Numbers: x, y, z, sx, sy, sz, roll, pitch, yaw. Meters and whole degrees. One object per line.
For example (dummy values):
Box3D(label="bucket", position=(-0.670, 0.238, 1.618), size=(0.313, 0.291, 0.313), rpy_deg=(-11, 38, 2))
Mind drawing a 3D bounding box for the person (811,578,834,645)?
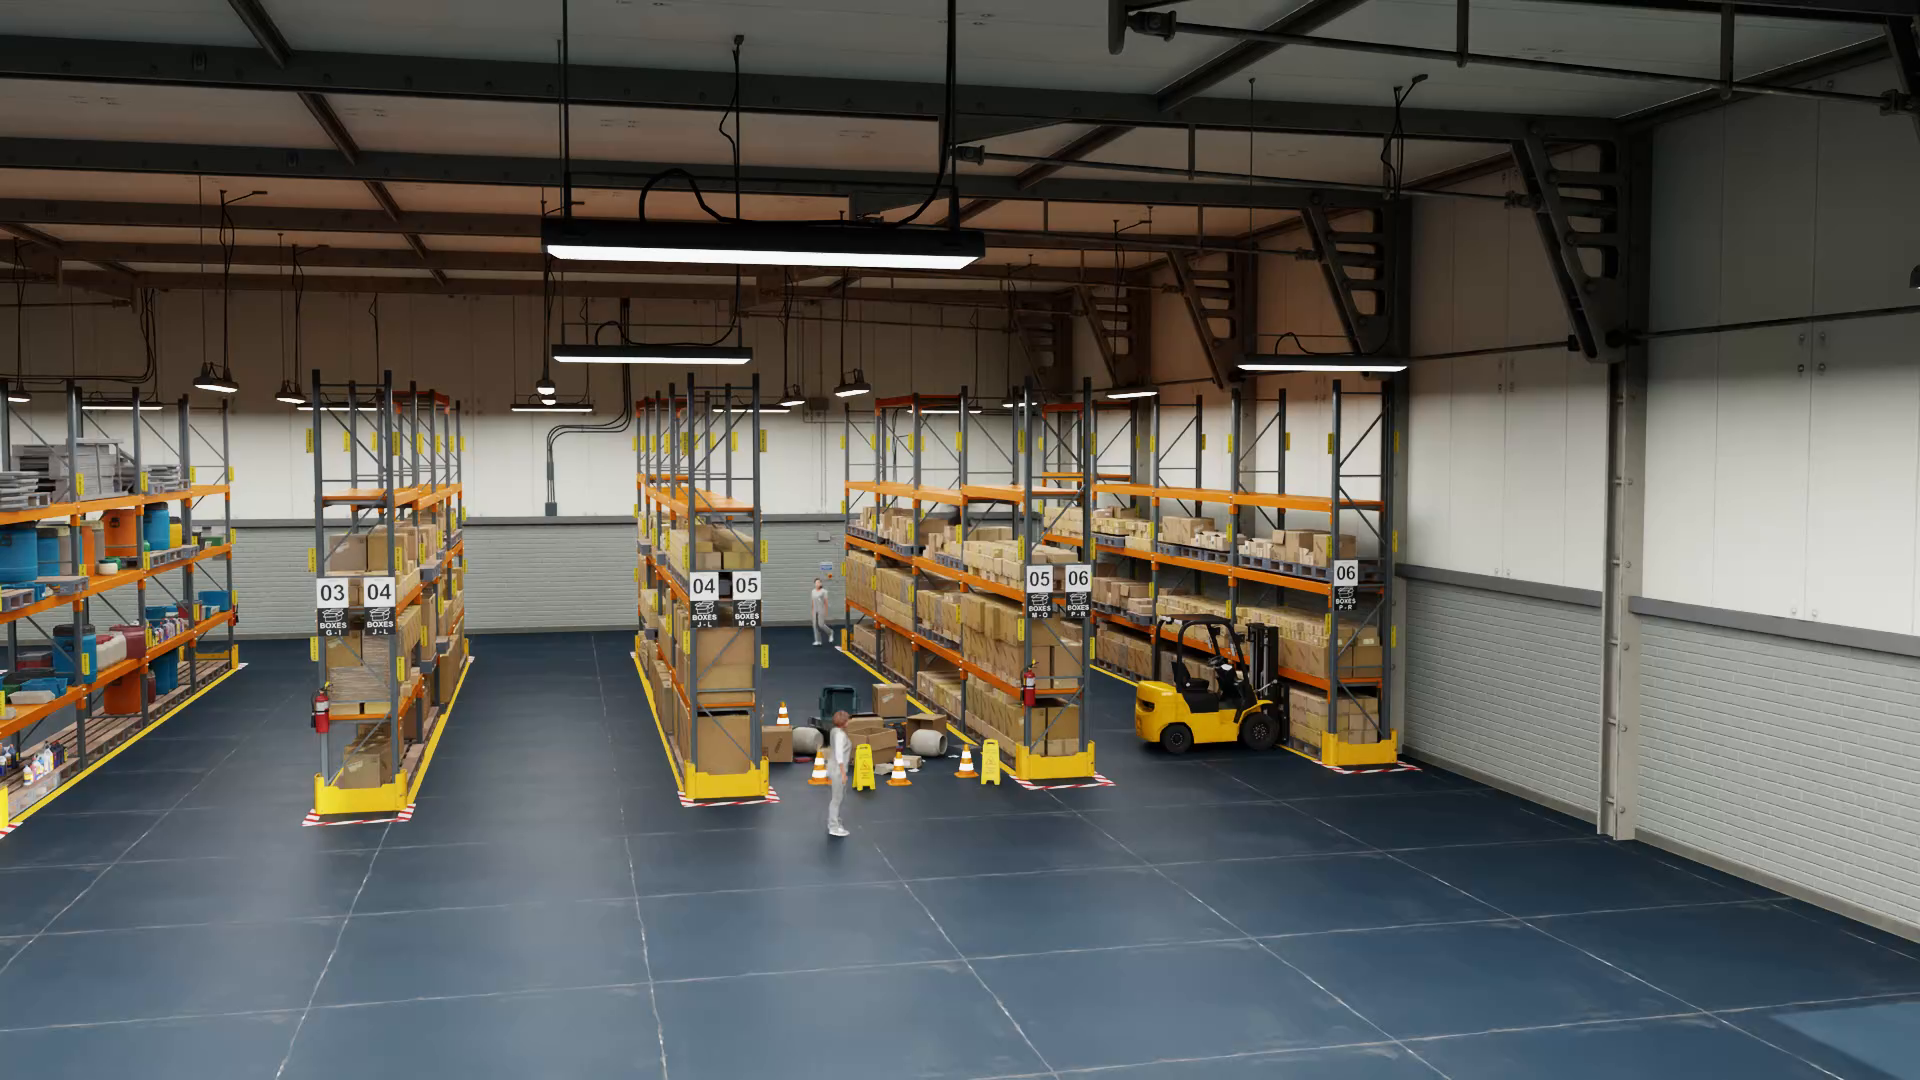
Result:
Box3D(label="person", position=(-3.433, 1.773, 41.342), size=(0.454, 1.659, 0.583), rpy_deg=(3, 4, 42))

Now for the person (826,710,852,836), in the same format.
Box3D(label="person", position=(-1.555, 3.005, 21.307), size=(0.331, 1.656, 0.503), rpy_deg=(-1, 3, -9))
